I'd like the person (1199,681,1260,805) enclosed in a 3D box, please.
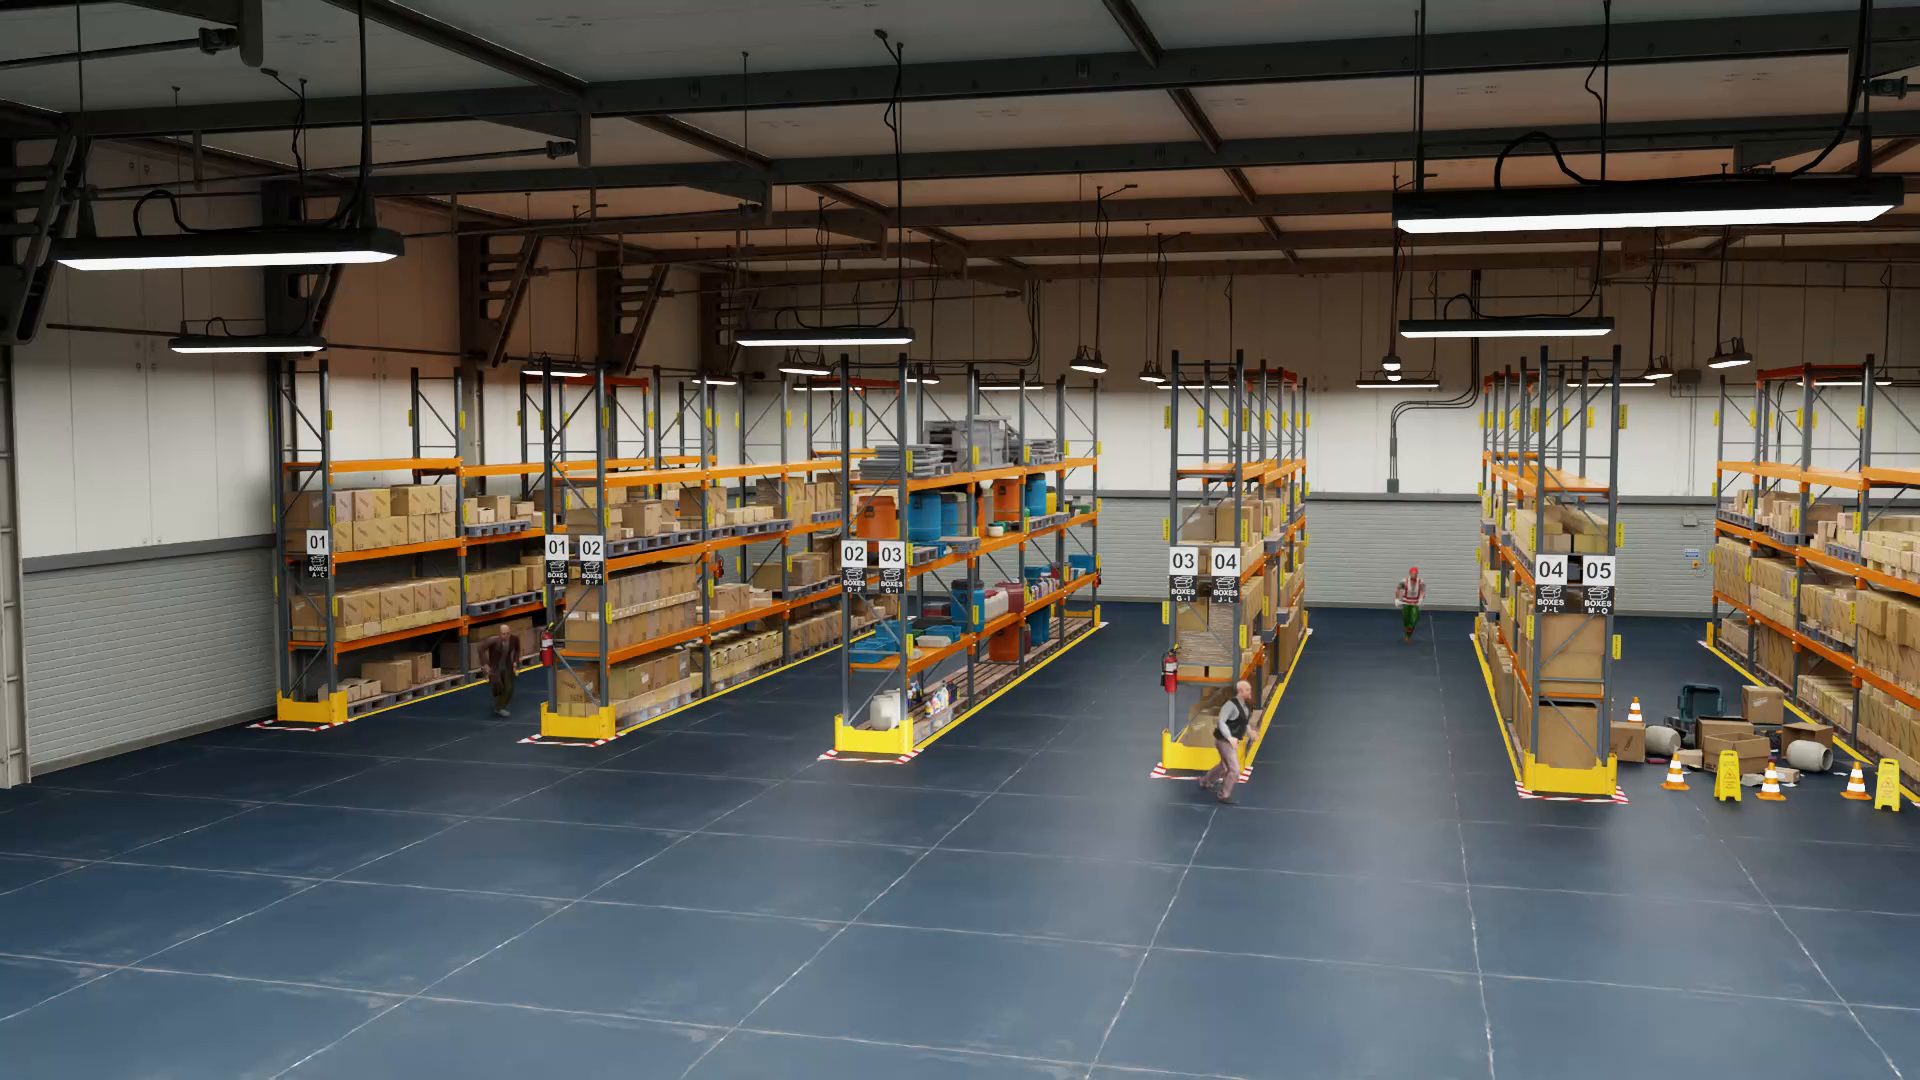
[{"bbox_3d":[3.472,2.628,21.763,0.832,1.633,0.685,2,5,31],"label":"person"}]

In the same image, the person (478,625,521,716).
[{"bbox_3d":[-7.844,2.204,28.268,0.727,1.561,0.980,-2,5,-29],"label":"person"}]

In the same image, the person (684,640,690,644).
[{"bbox_3d":[-6.190,1.568,37.108,0.545,1.525,0.879,0,4,-2],"label":"person"}]

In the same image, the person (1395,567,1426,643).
[{"bbox_3d":[10.177,1.451,37.551,0.654,1.714,0.708,0,4,0],"label":"person"}]
